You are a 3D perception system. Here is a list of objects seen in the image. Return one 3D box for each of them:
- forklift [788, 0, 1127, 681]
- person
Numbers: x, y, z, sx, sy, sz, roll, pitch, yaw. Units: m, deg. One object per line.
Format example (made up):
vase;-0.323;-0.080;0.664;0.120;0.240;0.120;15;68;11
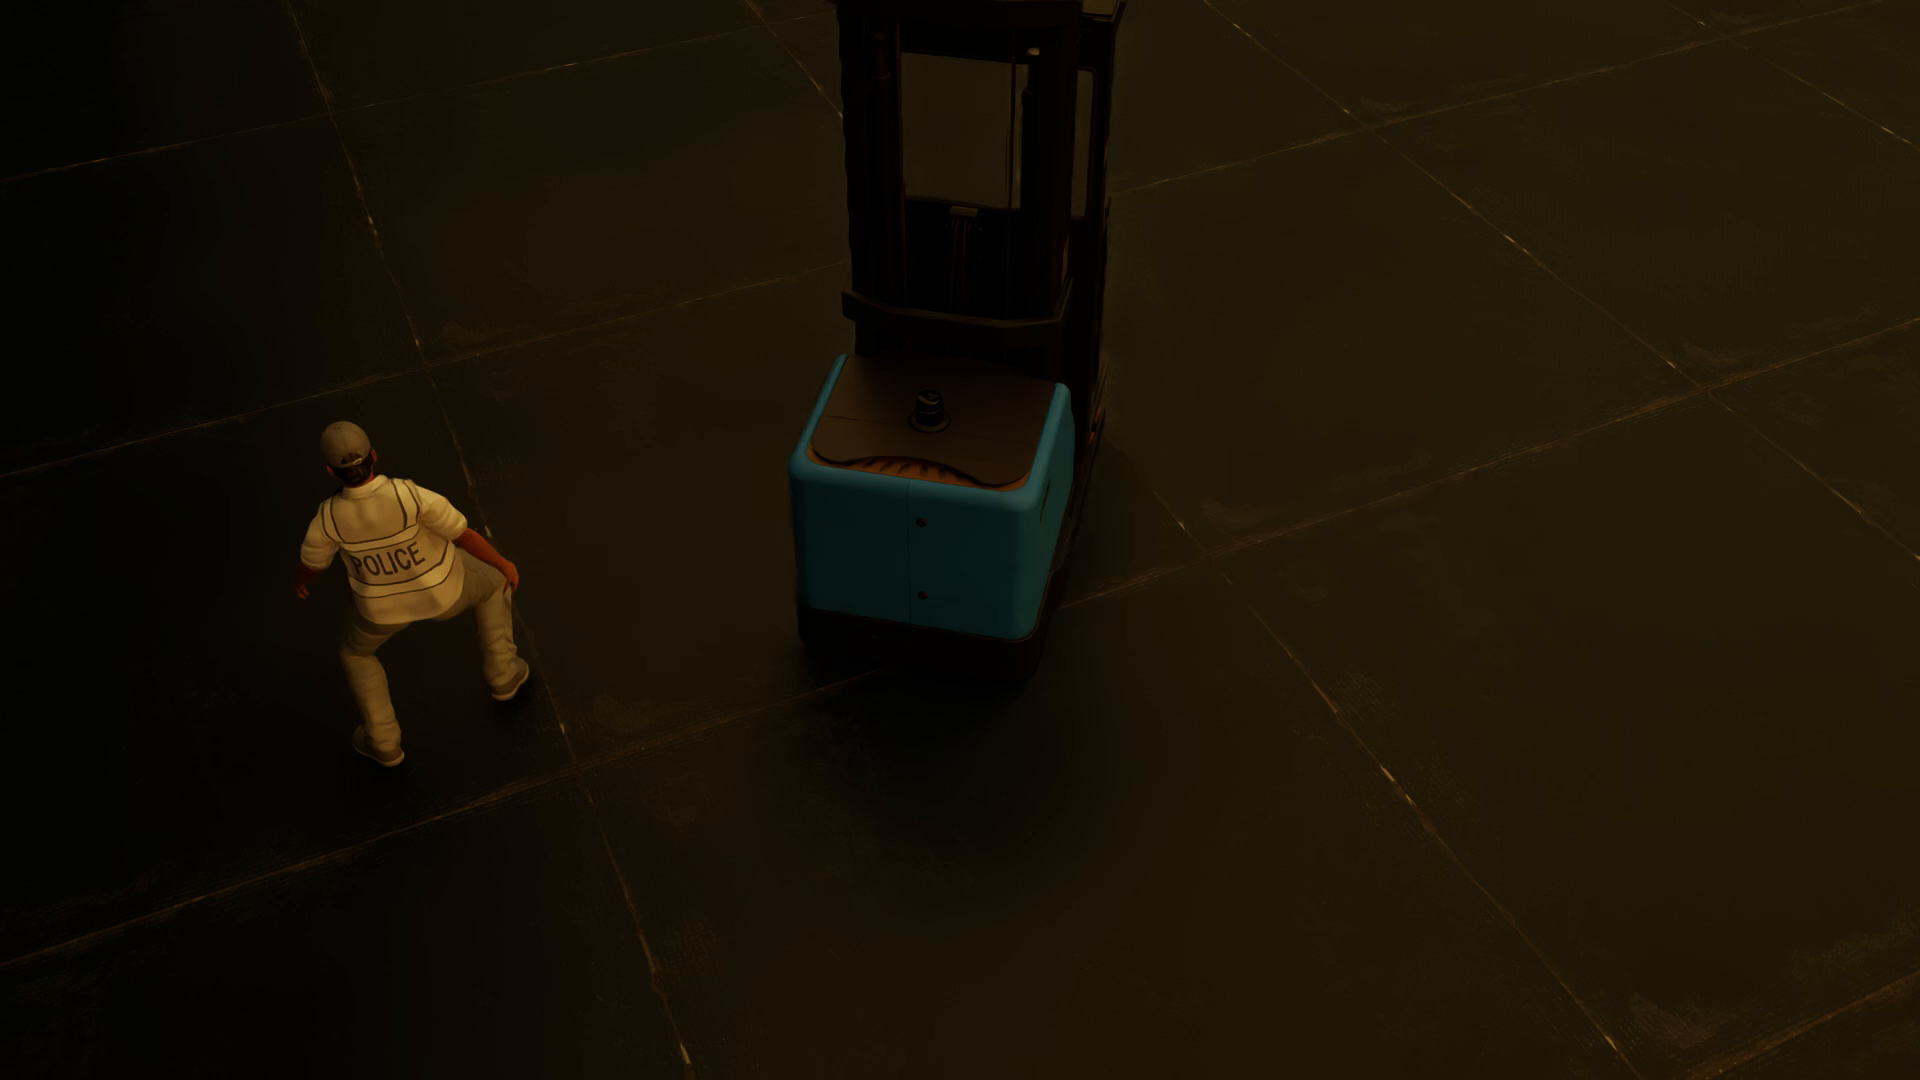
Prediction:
forklift;0.115;-1.491;7.278;1.130;2.935;3.031;9;44;9
person;-2.186;0.154;6.539;0.864;1.564;0.587;-9;44;-9
